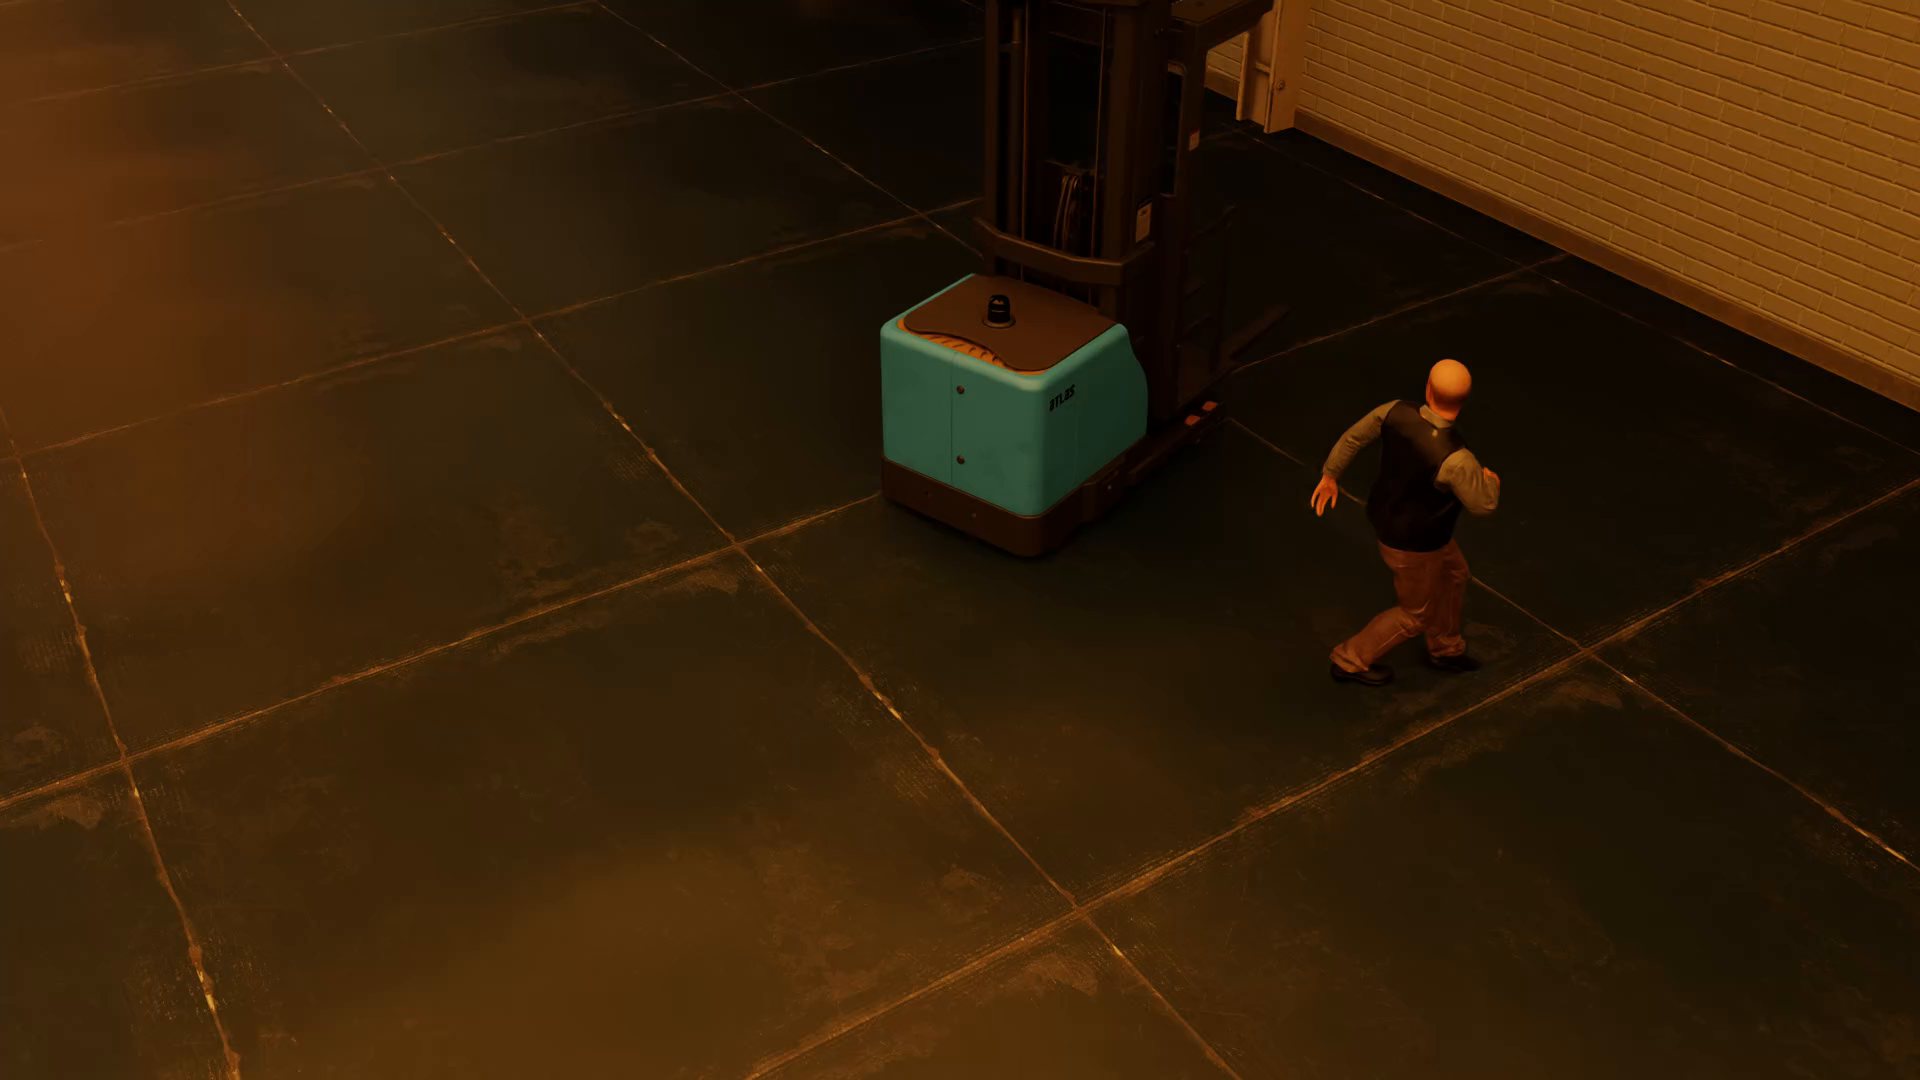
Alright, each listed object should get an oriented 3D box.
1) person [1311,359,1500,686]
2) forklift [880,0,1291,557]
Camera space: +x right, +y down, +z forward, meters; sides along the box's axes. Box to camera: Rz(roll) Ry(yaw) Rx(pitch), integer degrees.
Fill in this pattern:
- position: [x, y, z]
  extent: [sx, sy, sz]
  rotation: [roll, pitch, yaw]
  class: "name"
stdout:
- position: [2.033, -0.039, 7.357]
  extent: [0.896, 1.700, 0.570]
  rotation: [-3, 35, -4]
  class: "person"
- position: [0.877, -1.902, 8.855]
  extent: [1.130, 2.935, 3.031]
  rotation: [24, 42, 30]
  class: "forklift"
